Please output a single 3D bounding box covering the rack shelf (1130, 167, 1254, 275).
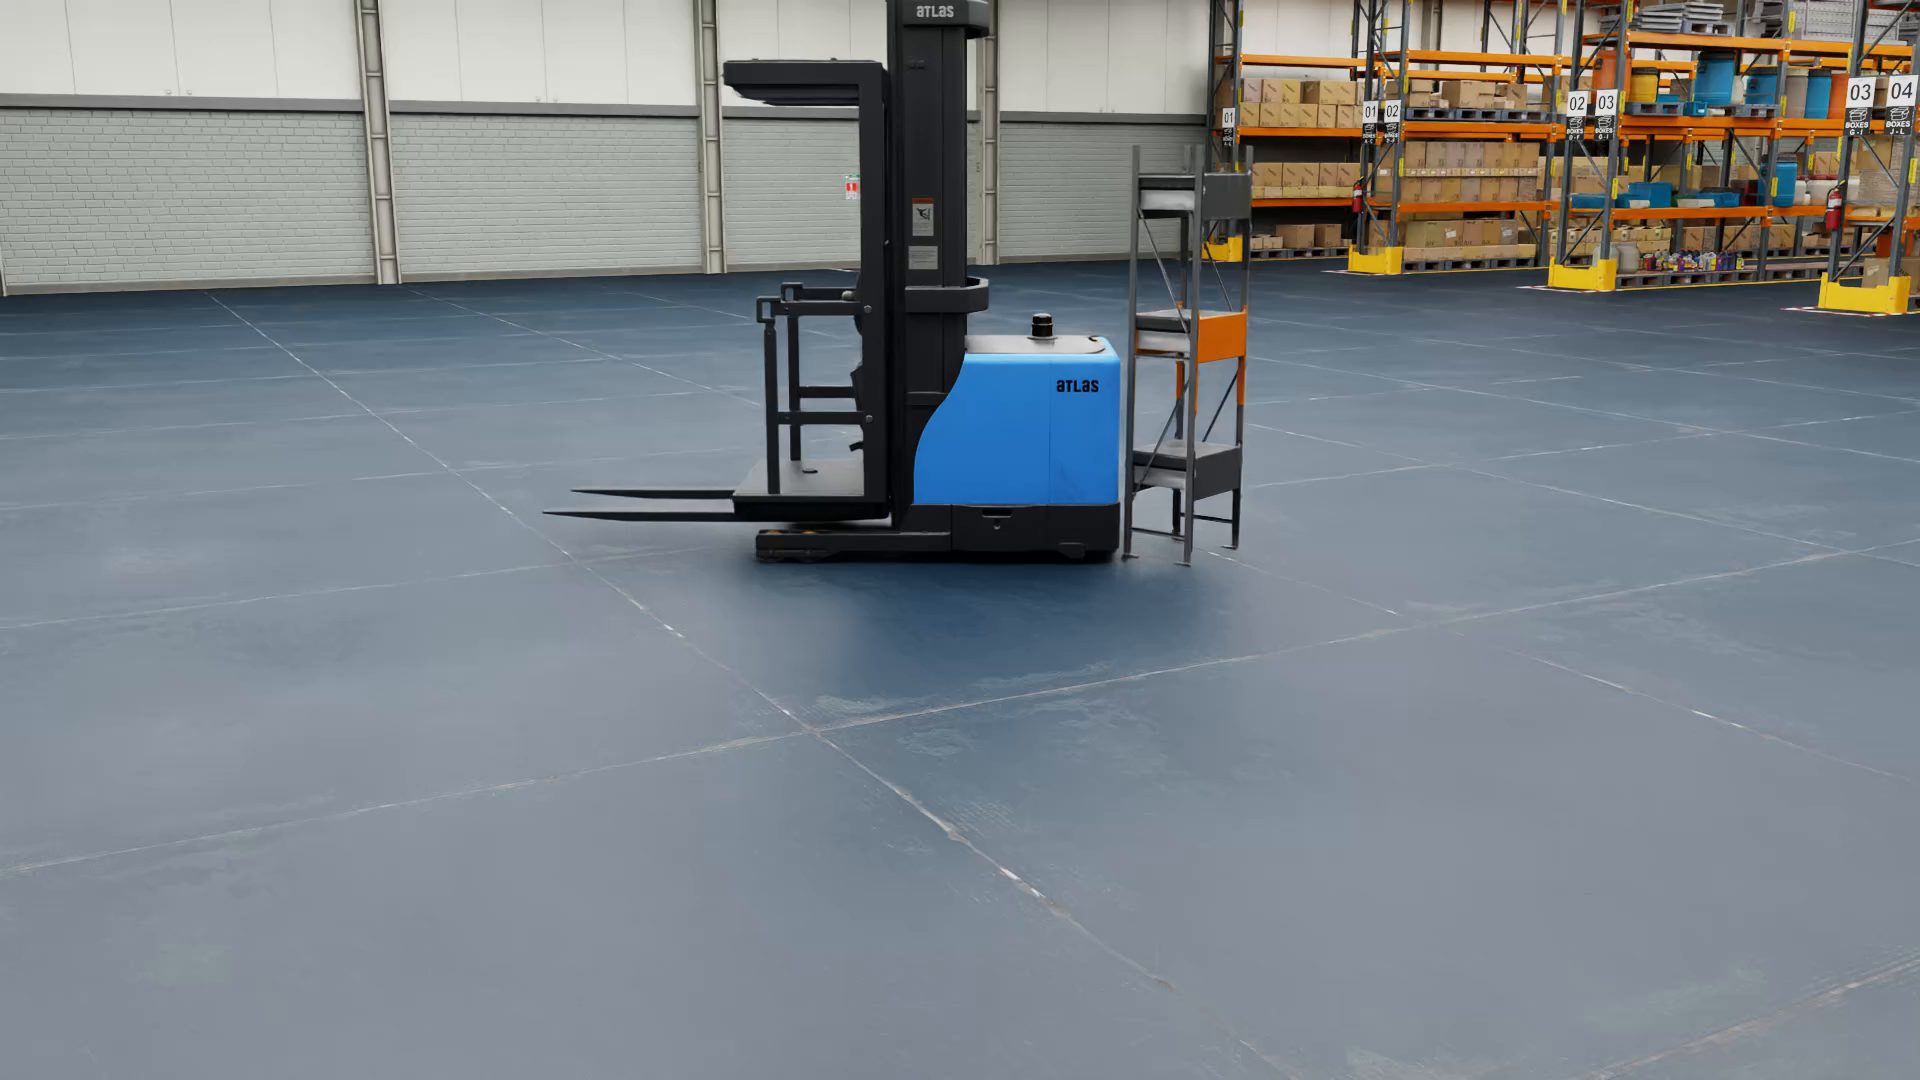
[{"bbox_3d":[1.175,-1.629,8.437,0.431,0.518,0.480,10,16,38],"label":"rack shelf"}]

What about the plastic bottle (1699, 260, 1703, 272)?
[{"bbox_3d":[12.779,-4.741,28.713,0.097,0.201,0.097,0,13,0],"label":"plastic bottle"}]

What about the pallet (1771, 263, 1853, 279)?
[{"bbox_3d":[15.636,-4.962,30.675,1.213,0.211,1.003,-7,14,-28],"label":"pallet"}]

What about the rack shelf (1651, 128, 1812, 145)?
[{"bbox_3d":[16.790,-8.801,36.192,4.000,0.370,1.077,-7,14,-28],"label":"rack shelf"}]

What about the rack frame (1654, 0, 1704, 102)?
[{"bbox_3d":[15.034,-10.405,34.849,0.127,3.000,1.000,-7,14,-28],"label":"rack frame"}]

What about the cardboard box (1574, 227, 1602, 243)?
[{"bbox_3d":[12.901,-6.296,34.284,0.500,0.311,0.500,-7,15,-30],"label":"cardboard box"}]

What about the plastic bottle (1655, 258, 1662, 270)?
[{"bbox_3d":[12.217,-4.823,29.078,0.097,0.201,0.097,0,13,0],"label":"plastic bottle"}]

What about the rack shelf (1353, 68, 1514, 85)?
[{"bbox_3d":[10.902,-10.603,38.277,4.000,0.370,1.077,-7,14,-28],"label":"rack shelf"}]

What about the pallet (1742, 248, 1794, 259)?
[{"bbox_3d":[17.849,-6.446,37.271,1.213,0.211,1.003,-7,14,-28],"label":"pallet"}]

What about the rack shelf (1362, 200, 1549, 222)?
[{"bbox_3d":[9.768,-6.496,32.782,4.000,0.370,1.077,-7,14,-28],"label":"rack shelf"}]

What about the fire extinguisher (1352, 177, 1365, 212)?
[{"bbox_3d":[7.686,-6.676,32.119,0.183,0.674,0.296,-7,14,-28],"label":"fire extinguisher"}]

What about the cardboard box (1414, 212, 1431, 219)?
[{"bbox_3d":[10.624,-7.556,38.835,0.500,0.250,0.500,-7,15,-29],"label":"cardboard box"}]

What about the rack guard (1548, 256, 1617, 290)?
[{"bbox_3d":[10.427,-4.479,27.875,0.348,0.500,1.175,-7,14,-28],"label":"rack guard"}]

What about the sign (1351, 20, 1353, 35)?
[{"bbox_3d":[8.876,-11.578,37.572,0.005,0.325,0.100,-7,14,-28],"label":"sign"}]

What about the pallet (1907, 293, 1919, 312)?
[{"bbox_3d":[13.552,-3.454,23.974,1.213,0.211,1.003,-7,14,-28],"label":"pallet"}]

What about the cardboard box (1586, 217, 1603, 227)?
[{"bbox_3d":[15.660,-7.916,41.392,0.750,0.750,0.750,-7,14,-27],"label":"cardboard box"}]

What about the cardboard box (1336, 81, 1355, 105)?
[{"bbox_3d":[8.358,-9.857,36.693,0.500,0.500,0.500,-6,14,-25],"label":"cardboard box"}]

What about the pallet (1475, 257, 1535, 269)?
[{"bbox_3d":[10.805,-5.622,33.608,1.213,0.211,1.003,-7,14,-28],"label":"pallet"}]

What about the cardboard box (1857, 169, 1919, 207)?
[{"bbox_3d":[13.252,-4.974,23.473,0.500,0.500,0.875,-7,14,-28],"label":"cardboard box"}]

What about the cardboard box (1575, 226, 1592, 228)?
[{"bbox_3d":[13.077,-6.453,34.978,0.500,0.311,0.500,-7,14,-29],"label":"cardboard box"}]

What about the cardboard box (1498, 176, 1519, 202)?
[{"bbox_3d":[10.677,-7.002,33.162,0.500,0.500,0.700,-7,14,-28],"label":"cardboard box"}]

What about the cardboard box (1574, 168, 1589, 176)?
[{"bbox_3d":[14.996,-8.853,40.666,0.500,0.500,0.500,-7,14,-28],"label":"cardboard box"}]

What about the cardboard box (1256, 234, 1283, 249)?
[{"bbox_3d":[6.786,-6.609,36.768,0.500,0.311,0.500,-6,14,-23],"label":"cardboard box"}]

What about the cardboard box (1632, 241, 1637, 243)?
[{"bbox_3d":[13.796,-6.132,34.832,0.500,0.250,0.500,-6,14,-27],"label":"cardboard box"}]

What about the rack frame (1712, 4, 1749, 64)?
[{"bbox_3d":[19.679,-12.201,42.829,0.127,3.000,1.000,-7,14,-28],"label":"rack frame"}]

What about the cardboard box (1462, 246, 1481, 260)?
[{"bbox_3d":[9.907,-5.671,32.784,0.500,0.250,0.500,-7,14,-28],"label":"cardboard box"}]

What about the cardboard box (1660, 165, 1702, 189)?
[{"bbox_3d":[15.533,-7.820,35.841,0.700,0.500,0.500,11,17,41],"label":"cardboard box"}]

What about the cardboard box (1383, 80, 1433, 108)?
[{"bbox_3d":[8.519,-8.483,31.631,0.637,0.503,0.797,-6,14,-24],"label":"cardboard box"}]

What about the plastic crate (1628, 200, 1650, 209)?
[{"bbox_3d":[11.322,-5.585,27.696,0.250,0.136,0.298,-7,14,-28],"label":"plastic crate"}]

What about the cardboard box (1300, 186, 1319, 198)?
[{"bbox_3d":[7.560,-7.680,36.701,0.500,0.250,0.500,-7,14,-27],"label":"cardboard box"}]

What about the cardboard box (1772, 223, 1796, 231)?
[{"bbox_3d":[18.909,-7.009,38.113,0.500,0.500,0.500,-7,14,-28],"label":"cardboard box"}]

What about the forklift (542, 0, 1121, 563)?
[{"bbox_3d":[-0.681,-1.426,8.768,3.031,2.935,1.130,0,13,1],"label":"forklift"}]

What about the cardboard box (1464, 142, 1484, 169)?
[{"bbox_3d":[9.815,-7.533,32.568,0.500,0.500,0.700,-7,14,-28],"label":"cardboard box"}]

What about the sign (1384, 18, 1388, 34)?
[{"bbox_3d":[9.390,-11.327,36.635,0.005,0.325,0.100,-7,14,-28],"label":"sign"}]

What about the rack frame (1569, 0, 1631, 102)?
[{"bbox_3d":[10.383,-8.609,26.866,0.127,3.000,1.000,-7,14,-28],"label":"rack frame"}]

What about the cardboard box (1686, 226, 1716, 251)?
[{"bbox_3d":[16.028,-6.523,35.951,0.500,0.500,0.500,-7,15,-30],"label":"cardboard box"}]

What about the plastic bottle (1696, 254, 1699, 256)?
[{"bbox_3d":[12.818,-4.819,28.874,0.133,0.283,0.061,-7,14,-28],"label":"plastic bottle"}]

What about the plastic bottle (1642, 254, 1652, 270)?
[{"bbox_3d":[12.019,-4.867,29.103,0.135,0.276,0.152,-7,14,-27],"label":"plastic bottle"}]

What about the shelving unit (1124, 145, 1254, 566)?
[{"bbox_3d":[1.175,-0.959,8.588,0.431,2.100,0.503,10,16,38],"label":"shelving unit"}]

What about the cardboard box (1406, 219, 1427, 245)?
[{"bbox_3d":[9.211,-6.088,32.927,0.500,0.500,0.500,-7,14,-28],"label":"cardboard box"}]

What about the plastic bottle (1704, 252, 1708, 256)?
[{"bbox_3d":[13.404,-5.037,29.872,0.097,0.271,0.097,0,13,0],"label":"plastic bottle"}]

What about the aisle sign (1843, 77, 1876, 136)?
[{"bbox_3d":[12.558,-6.047,23.226,0.004,0.787,0.394,-7,14,-28],"label":"aisle sign"}]

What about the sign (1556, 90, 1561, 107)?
[{"bbox_3d":[11.791,-8.705,32.768,0.005,0.325,0.100,-7,14,-28],"label":"sign"}]

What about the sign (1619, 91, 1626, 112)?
[{"bbox_3d":[10.642,-7.043,26.721,0.005,0.325,0.100,-7,14,-28],"label":"sign"}]

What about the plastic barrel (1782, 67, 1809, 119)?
[{"bbox_3d":[14.810,-7.975,29.739,0.600,0.901,0.600,0,13,0],"label":"plastic barrel"}]

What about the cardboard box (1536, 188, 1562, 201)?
[{"bbox_3d":[11.935,-7.045,33.922,0.500,0.250,0.500,-6,14,-24],"label":"cardboard box"}]

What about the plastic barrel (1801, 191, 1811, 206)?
[{"bbox_3d":[15.129,-6.145,29.897,0.301,0.262,0.301,0,13,0],"label":"plastic barrel"}]

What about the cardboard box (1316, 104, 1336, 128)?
[{"bbox_3d":[7.904,-9.317,36.571,0.500,0.500,0.500,-7,15,-30],"label":"cardboard box"}]

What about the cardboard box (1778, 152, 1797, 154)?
[{"bbox_3d":[18.865,-8.539,37.715,0.500,0.500,0.500,-7,14,-28],"label":"cardboard box"}]

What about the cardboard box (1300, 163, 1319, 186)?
[{"bbox_3d":[7.541,-8.046,36.616,0.500,0.500,0.500,-6,14,-26],"label":"cardboard box"}]

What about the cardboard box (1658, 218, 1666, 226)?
[{"bbox_3d":[17.768,-8.004,42.578,0.500,0.500,0.700,-6,14,-27],"label":"cardboard box"}]

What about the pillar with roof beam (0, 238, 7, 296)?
[{"bbox_3d":[-13.167,-7.404,21.512,0.400,9.000,9.100,-7,14,-28],"label":"pillar with roof beam"}]

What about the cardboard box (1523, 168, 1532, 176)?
[{"bbox_3d":[11.169,-7.327,33.131,0.250,0.149,0.380,-7,15,-29],"label":"cardboard box"}]

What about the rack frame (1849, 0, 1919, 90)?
[{"bbox_3d":[12.756,-7.654,22.624,0.127,3.000,1.000,-7,14,-28],"label":"rack frame"}]

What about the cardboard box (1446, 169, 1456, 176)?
[{"bbox_3d":[9.365,-7.111,32.169,0.250,0.149,0.380,-7,15,-30],"label":"cardboard box"}]

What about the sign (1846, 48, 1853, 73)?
[{"bbox_3d":[12.507,-6.732,23.341,0.005,0.325,0.100,-7,14,-28],"label":"sign"}]

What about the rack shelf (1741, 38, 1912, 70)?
[{"bbox_3d":[15.649,-8.694,29.793,4.000,0.370,1.077,-7,14,-28],"label":"rack shelf"}]
